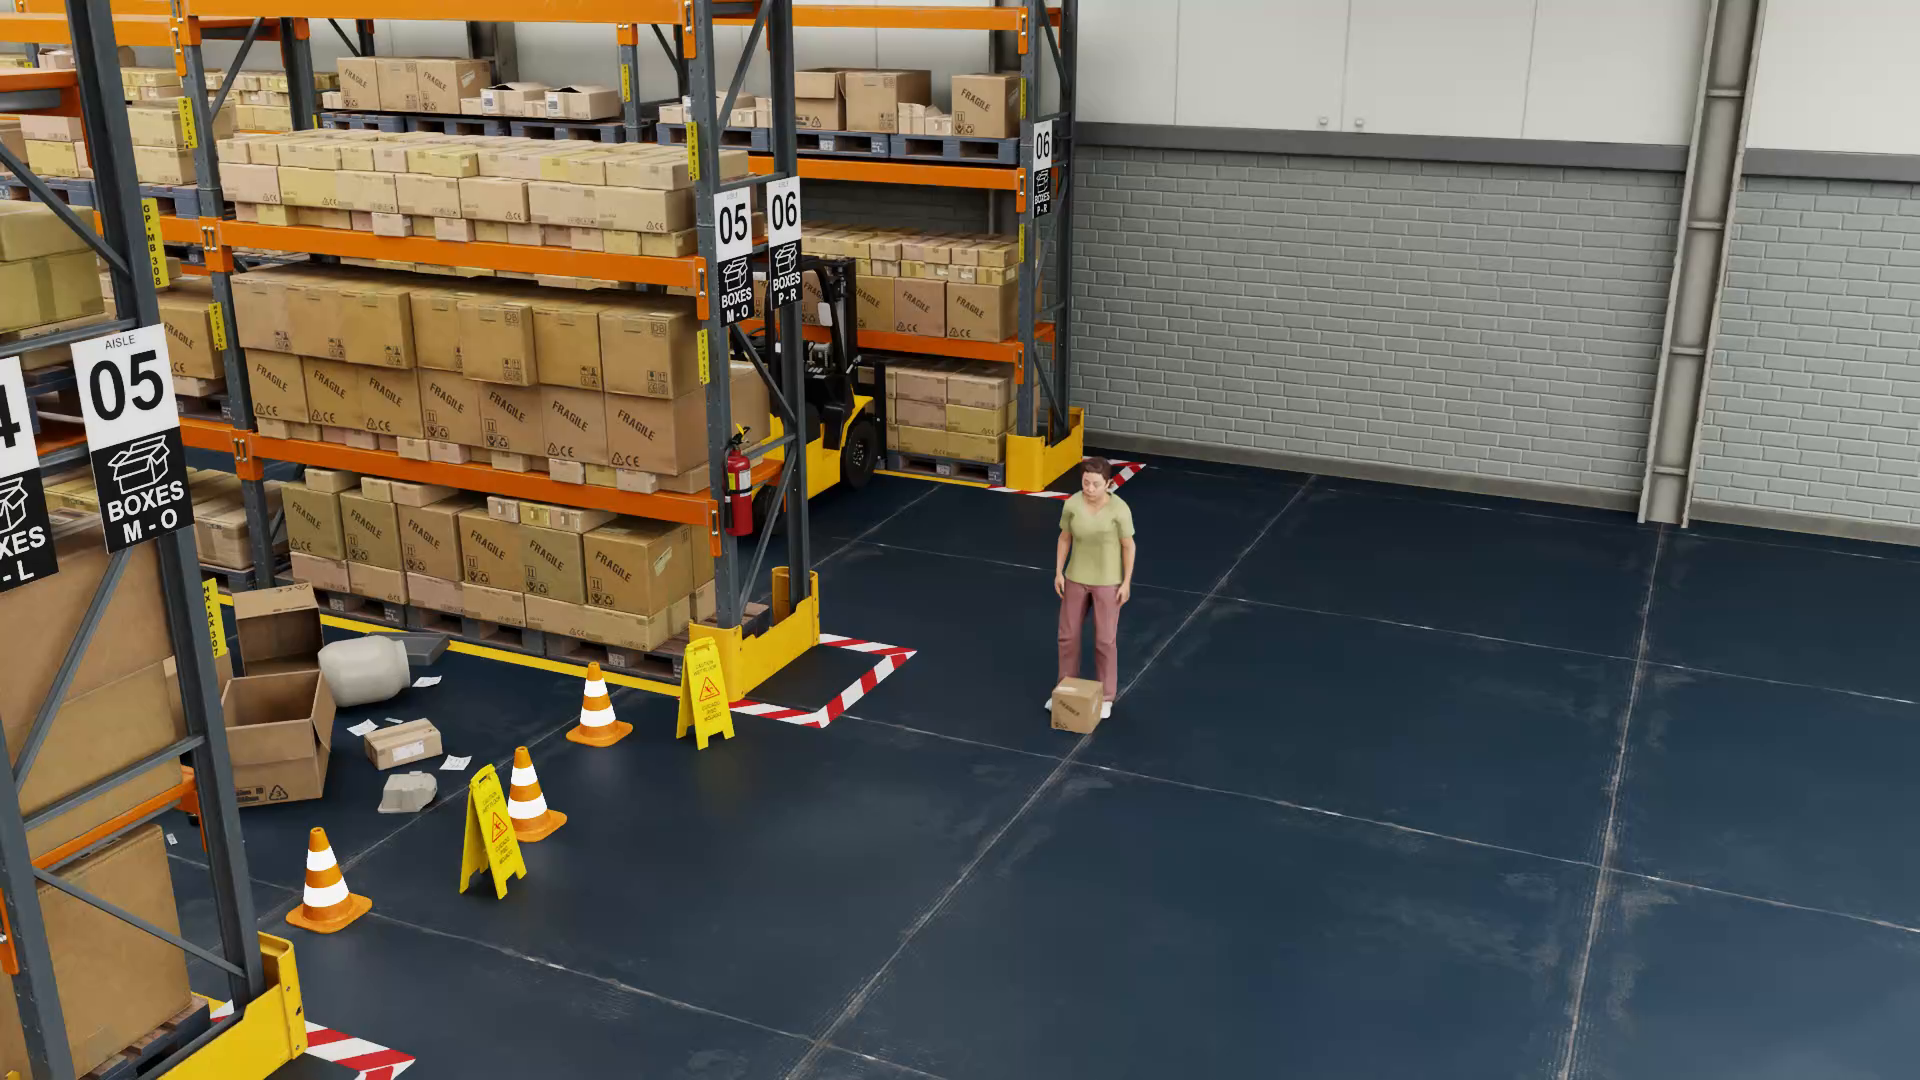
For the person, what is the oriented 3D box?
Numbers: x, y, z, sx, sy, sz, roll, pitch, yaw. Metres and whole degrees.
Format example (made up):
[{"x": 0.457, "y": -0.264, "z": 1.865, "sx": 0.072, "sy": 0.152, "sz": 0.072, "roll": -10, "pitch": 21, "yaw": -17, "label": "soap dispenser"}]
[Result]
[{"x": 0.818, "y": 0.274, "z": 10.279, "sx": 0.498, "sy": 1.672, "sz": 0.355, "roll": 8, "pitch": 21, "yaw": 21, "label": "person"}]
